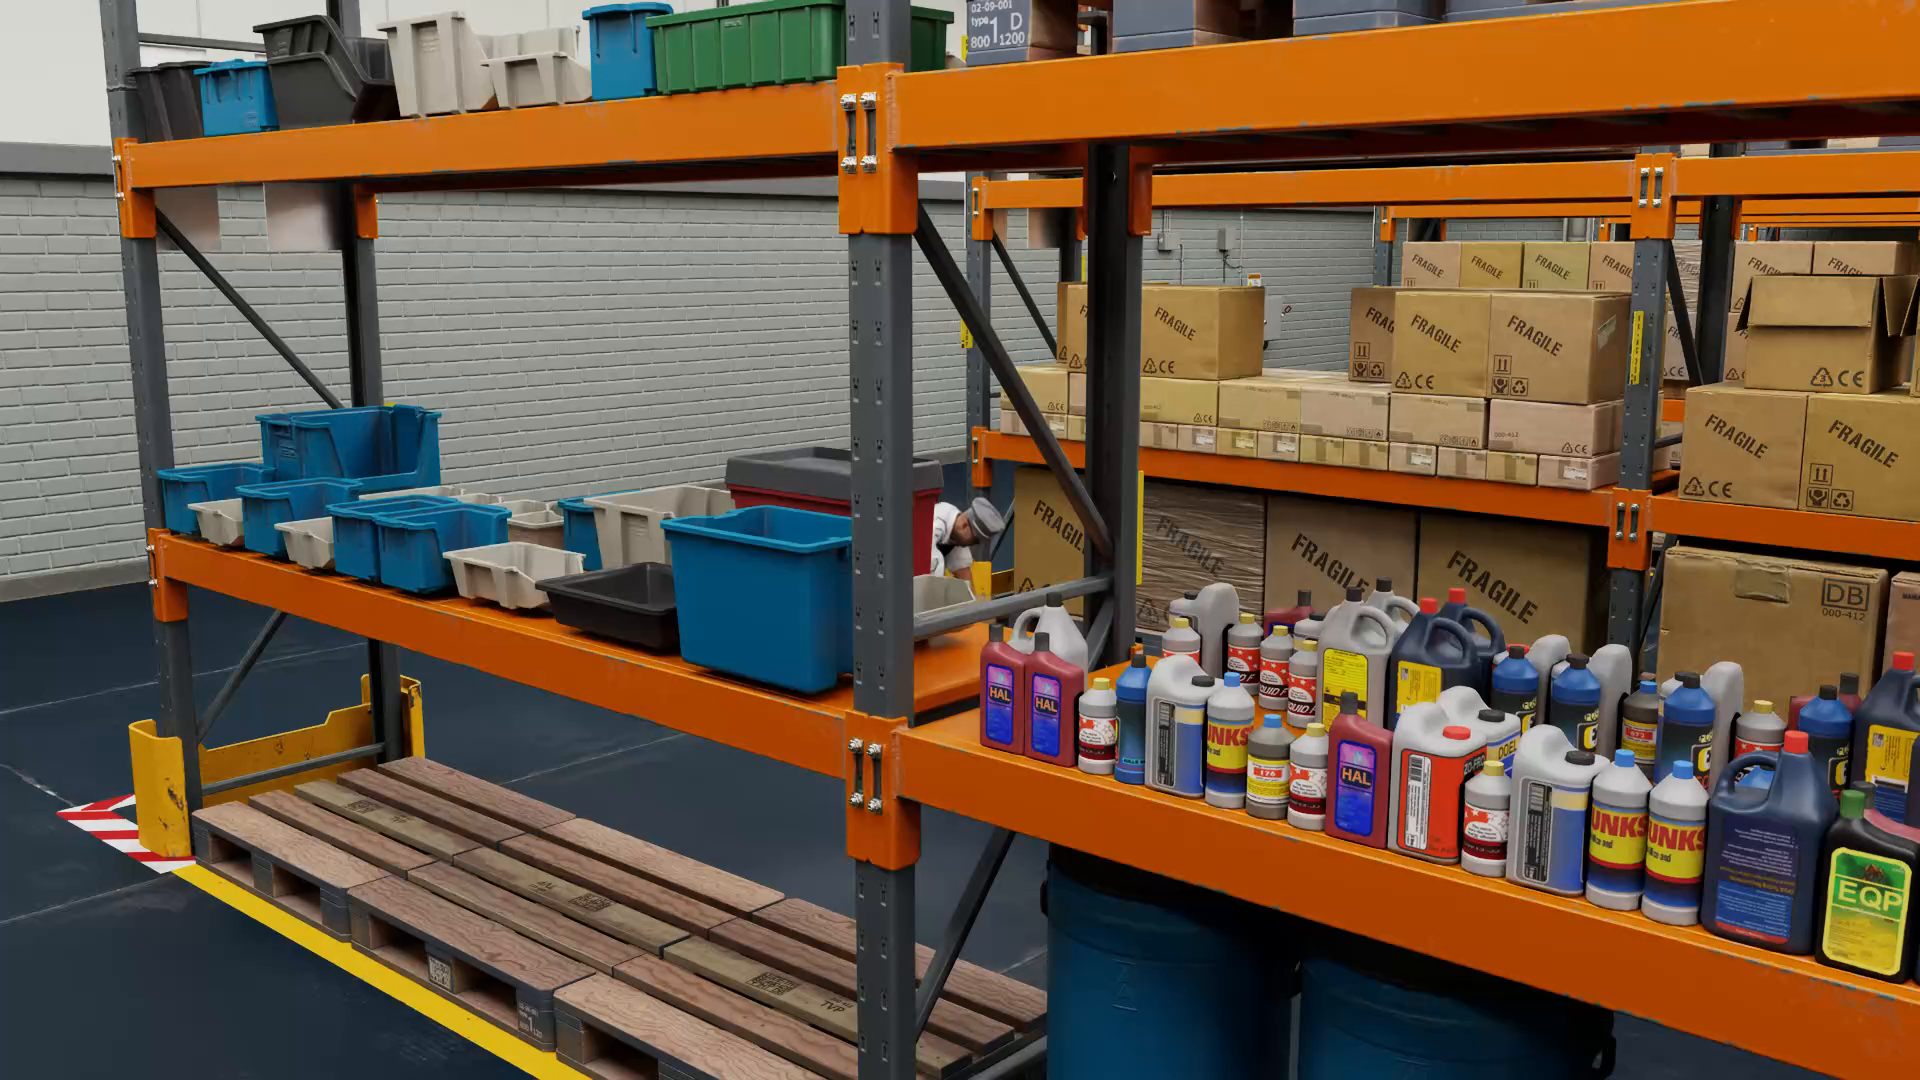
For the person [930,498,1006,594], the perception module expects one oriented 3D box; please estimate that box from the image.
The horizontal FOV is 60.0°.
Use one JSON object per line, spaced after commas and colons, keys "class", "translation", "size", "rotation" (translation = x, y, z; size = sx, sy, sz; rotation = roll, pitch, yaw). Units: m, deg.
{"class": "person", "translation": [-0.237, 0.260, 9.436], "size": [1.032, 1.051, 0.540], "rotation": [4, 11, 23]}
